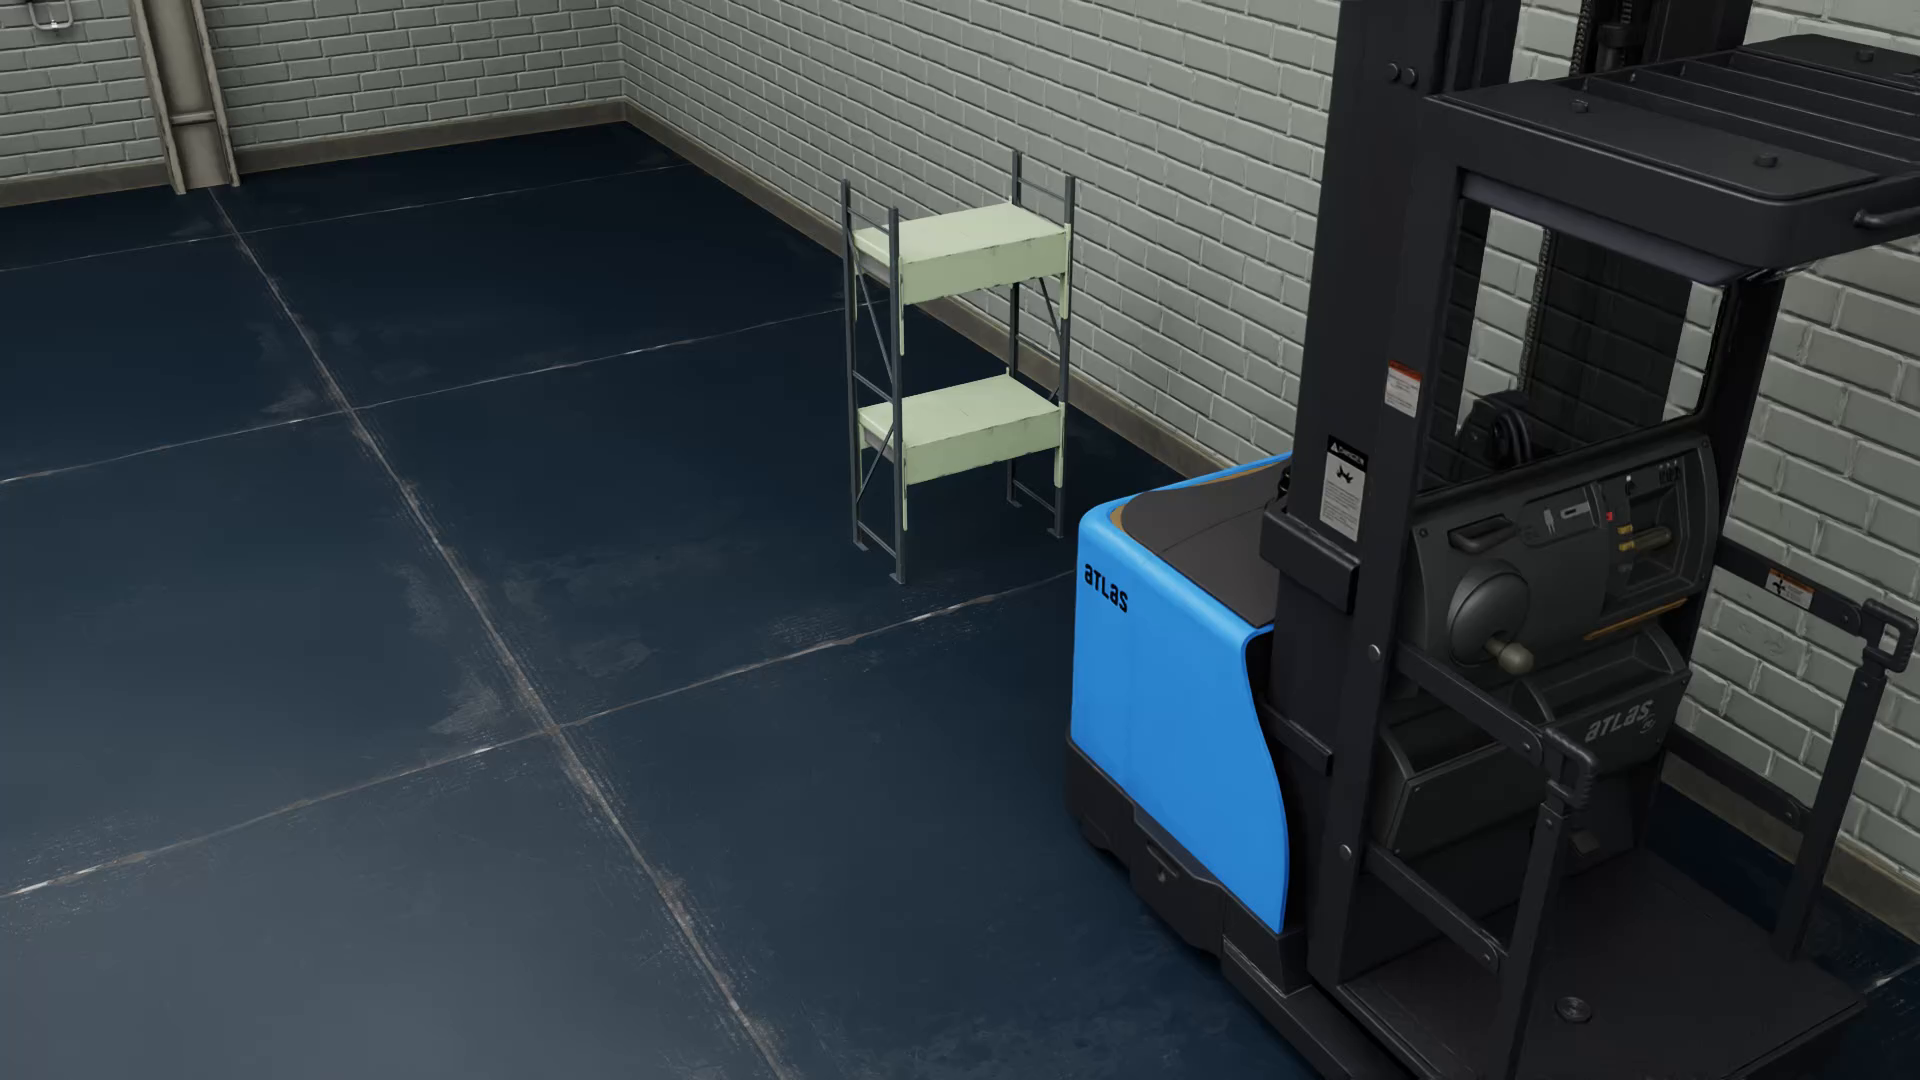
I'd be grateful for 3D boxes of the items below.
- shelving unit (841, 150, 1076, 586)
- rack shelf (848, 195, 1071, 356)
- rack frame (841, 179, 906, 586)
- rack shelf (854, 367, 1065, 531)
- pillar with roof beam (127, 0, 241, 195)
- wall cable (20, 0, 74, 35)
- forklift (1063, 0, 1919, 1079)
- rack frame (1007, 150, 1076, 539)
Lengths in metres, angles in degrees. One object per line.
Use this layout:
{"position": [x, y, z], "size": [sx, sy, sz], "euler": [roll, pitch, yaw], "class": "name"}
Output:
{"position": [-0.006, -0.655, 6.385], "size": [0.755, 1.500, 0.431], "euler": [-16, 33, -26], "class": "shelving unit"}
{"position": [-0.006, -0.997, 6.196], "size": [0.720, 0.370, 0.431], "euler": [-16, 33, -26], "class": "rack shelf"}
{"position": [-0.321, -0.565, 6.222], "size": [0.023, 1.500, 0.400], "euler": [-16, 33, -26], "class": "rack frame"}
{"position": [-0.006, -0.370, 6.542], "size": [0.720, 0.370, 0.431], "euler": [-16, 33, -26], "class": "rack shelf"}
{"position": [-2.821, -4.506, 5.602], "size": [0.400, 9.000, 9.100], "euler": [-16, 33, -26], "class": "pillar with roof beam"}
{"position": [-6.267, -3.804, 9.487], "size": [1.851, 1.984, 0.084], "euler": [-16, 33, -26], "class": "wall cable"}
{"position": [1.484, 0.071, 3.587], "size": [1.130, 2.935, 3.031], "euler": [-15, 32, -26], "class": "forklift"}
{"position": [0.310, -0.745, 6.547], "size": [0.023, 1.500, 0.400], "euler": [-16, 33, -26], "class": "rack frame"}
